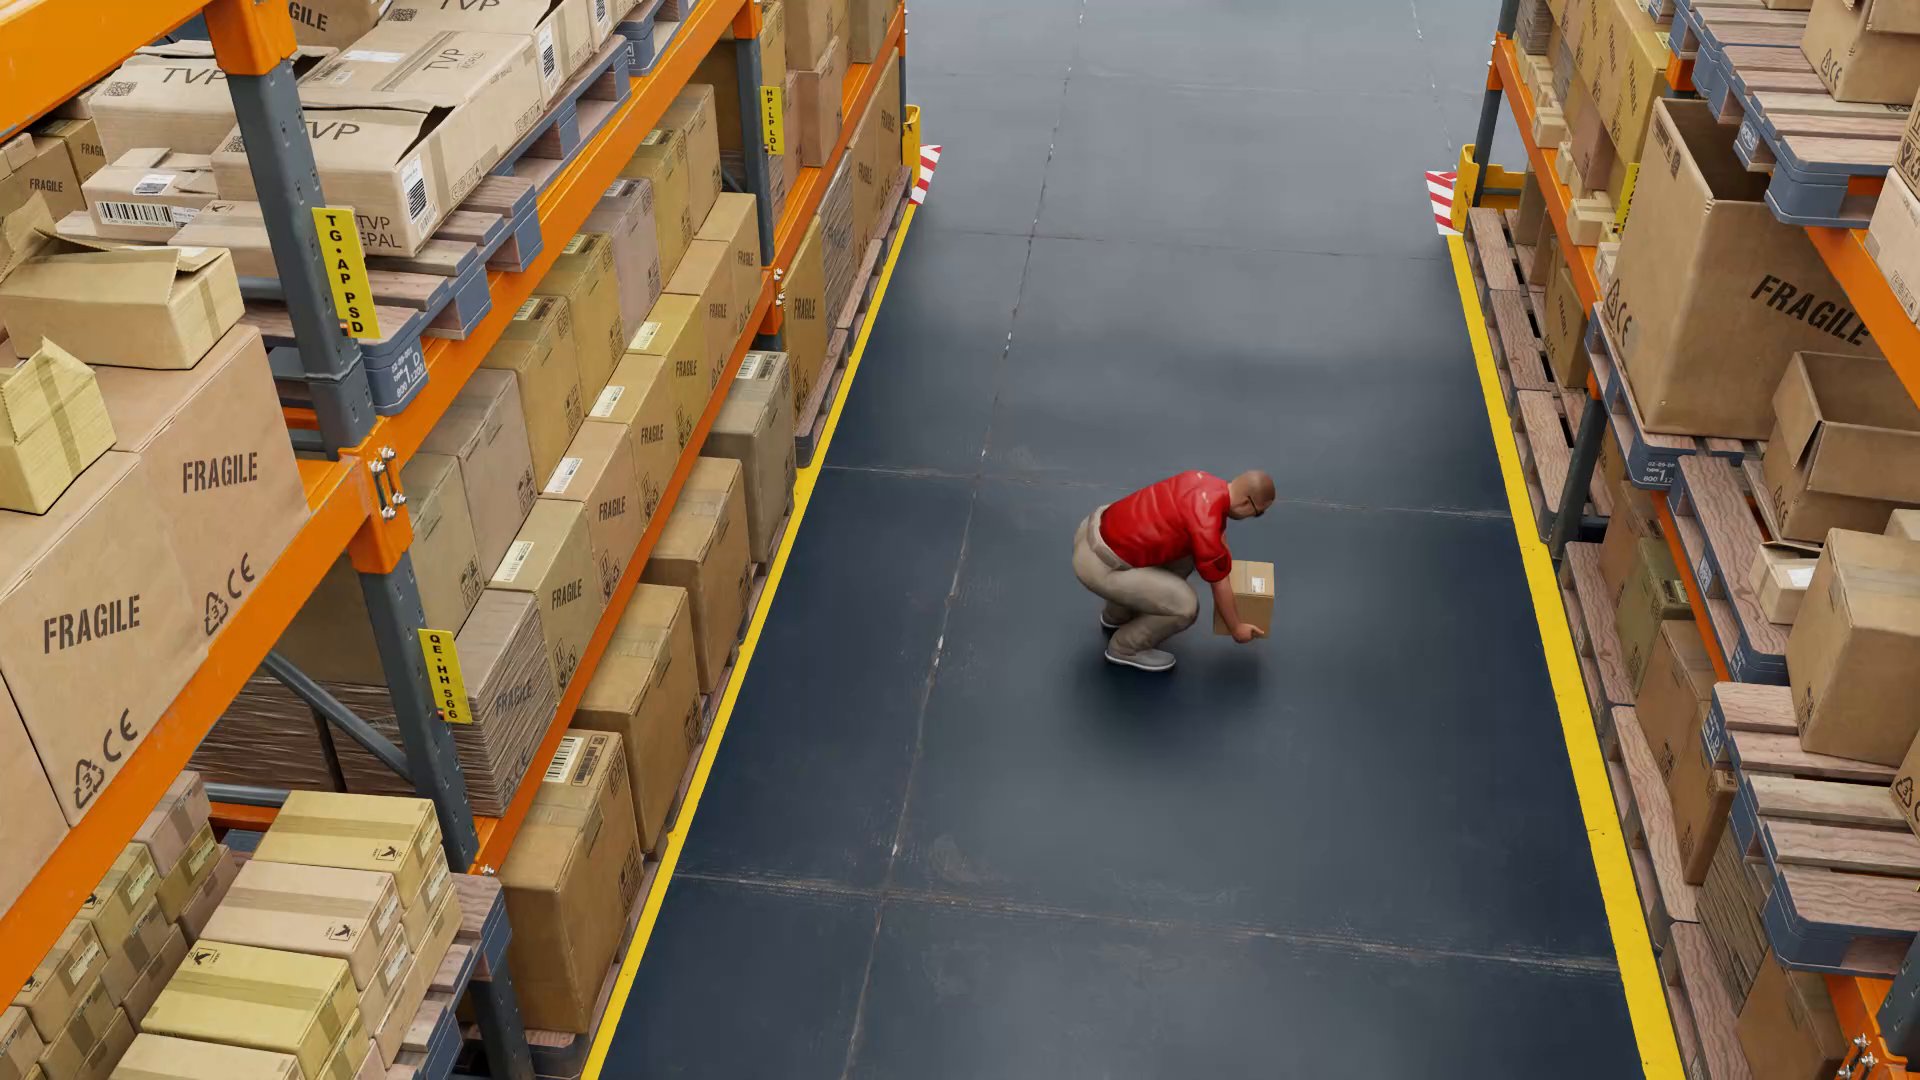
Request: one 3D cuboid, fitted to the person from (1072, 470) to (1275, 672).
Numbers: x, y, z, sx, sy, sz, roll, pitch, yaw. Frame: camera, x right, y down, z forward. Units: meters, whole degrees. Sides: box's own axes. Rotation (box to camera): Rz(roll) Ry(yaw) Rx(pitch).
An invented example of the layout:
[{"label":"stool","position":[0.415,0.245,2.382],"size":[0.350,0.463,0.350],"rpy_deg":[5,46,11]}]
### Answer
[{"label":"person","position":[0.957,0.104,7.557],"size":[0.895,0.982,0.524],"rpy_deg":[3,36,5]}]
